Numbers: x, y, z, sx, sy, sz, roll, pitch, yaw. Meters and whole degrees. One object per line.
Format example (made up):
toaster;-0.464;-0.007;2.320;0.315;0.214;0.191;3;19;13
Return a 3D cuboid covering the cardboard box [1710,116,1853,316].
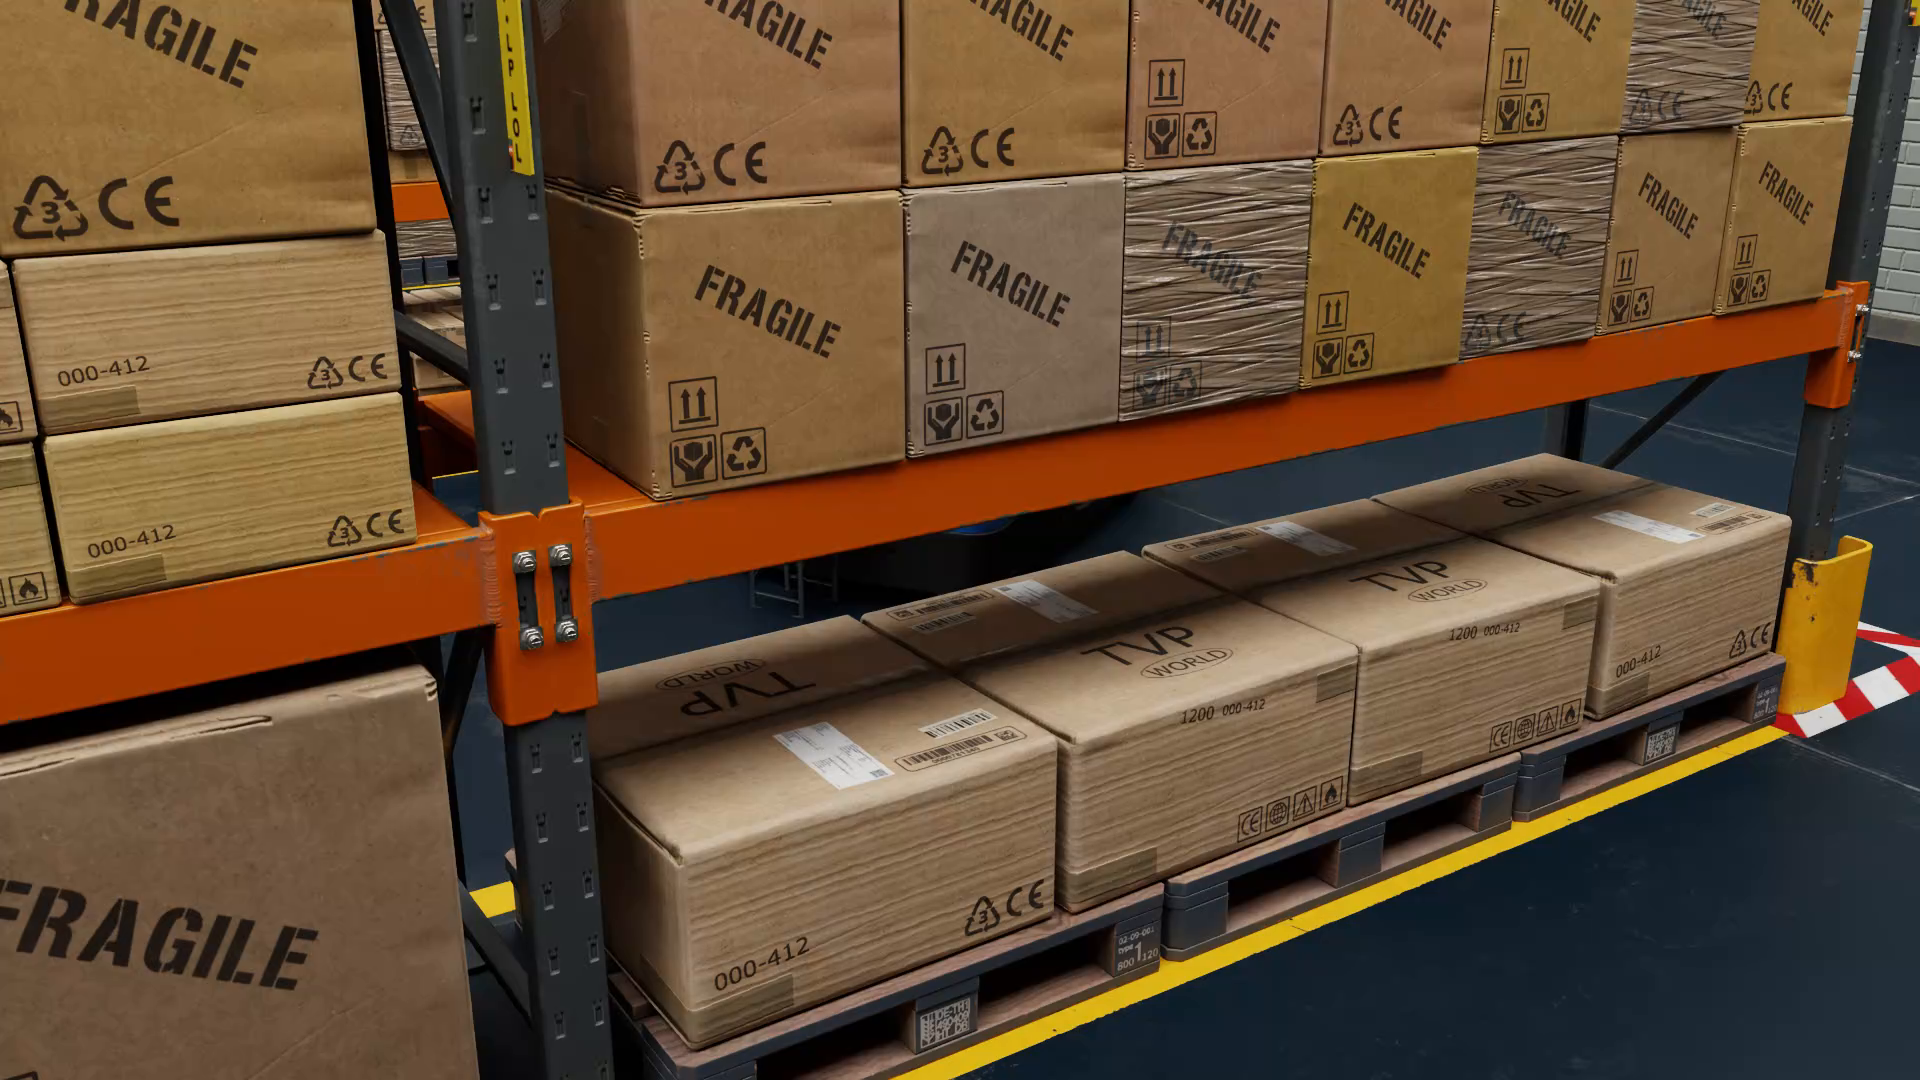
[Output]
cardboard box;2.105;-0.946;4.702;0.500;0.500;0.500;-12;22;-31

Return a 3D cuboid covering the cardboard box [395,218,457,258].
cardboard box;-4.339;-2.603;12.422;0.875;0.875;0.875;-12;22;-31

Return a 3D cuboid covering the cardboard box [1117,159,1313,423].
cardboard box;0.399;-0.583;3.629;0.500;0.500;0.500;-12;22;-31

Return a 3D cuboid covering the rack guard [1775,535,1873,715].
rack guard;2.382;0.126;5.592;0.348;0.500;1.175;-12;22;-31

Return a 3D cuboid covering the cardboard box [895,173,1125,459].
cardboard box;-0.020;-0.497;3.375;0.500;0.500;0.500;-12;22;-31

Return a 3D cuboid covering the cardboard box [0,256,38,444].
cardboard box;-1.626;-0.282;2.350;0.500;0.250;0.500;-11;22;-30

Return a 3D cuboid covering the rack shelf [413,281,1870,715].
rack shelf;0.692;-0.361;4.252;4.000;0.370;1.077;-12;22;-31

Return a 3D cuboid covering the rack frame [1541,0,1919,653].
rack frame;2.362;-1.054;5.179;0.127;3.000;1.000;-12;22;-31

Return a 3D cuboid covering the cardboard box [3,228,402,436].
cardboard box;-1.213;-0.372;2.617;0.500;0.250;0.500;-12;22;-31

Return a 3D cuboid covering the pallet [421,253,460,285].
pallet;-3.713;-2.222;12.987;1.213;0.211;1.003;-12;22;-31

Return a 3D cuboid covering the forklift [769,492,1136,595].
forklift;0.226;-1.612;6.937;1.130;2.935;3.031;8;20;22

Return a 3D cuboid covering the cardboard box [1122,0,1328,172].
cardboard box;0.412;-1.064;3.491;0.500;0.500;0.500;-11;22;-30

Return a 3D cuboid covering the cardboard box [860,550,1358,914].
cardboard box;0.352;0.426;4.147;0.875;0.438;0.875;-13;22;-33

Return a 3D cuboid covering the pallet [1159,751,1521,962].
pallet;0.720;0.642;4.515;1.213;0.211;1.003;-12;22;-31

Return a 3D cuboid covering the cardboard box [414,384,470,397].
cardboard box;-2.513;-0.702;7.932;0.250;0.149;0.380;-13;23;-34

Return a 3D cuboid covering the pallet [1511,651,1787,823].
pallet;1.738;0.429;5.147;1.213;0.211;1.003;-12;22;-31

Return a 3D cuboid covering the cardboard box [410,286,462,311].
cardboard box;-2.582;-1.168;8.381;0.250;0.149;0.380;-13;23;-33

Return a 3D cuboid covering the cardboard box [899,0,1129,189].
cardboard box;-0.022;-0.977;3.233;0.500;0.500;0.500;-12;22;-32

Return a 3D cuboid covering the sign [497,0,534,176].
sign;-0.672;-0.717;2.498;0.005;0.325;0.100;-12;22;-31

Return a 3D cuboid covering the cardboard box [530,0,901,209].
cardboard box;-0.448;-0.890;2.975;0.500;0.500;0.500;-12;22;-31

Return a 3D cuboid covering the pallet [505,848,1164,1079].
pallet;-0.300;0.859;3.876;1.213;0.211;1.003;-12;22;-31

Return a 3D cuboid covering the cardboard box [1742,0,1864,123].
cardboard box;2.091;-1.426;4.563;0.500;0.500;0.500;-11;22;-30

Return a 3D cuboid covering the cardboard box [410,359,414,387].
cardboard box;-2.734;-0.791;7.732;0.250;0.149;0.380;-13;23;-34

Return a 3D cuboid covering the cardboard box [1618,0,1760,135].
cardboard box;1.670;-1.326;4.267;0.500;0.500;0.500;-12;22;-31

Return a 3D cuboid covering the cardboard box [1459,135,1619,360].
cardboard box;1.253;-0.768;4.177;0.500;0.500;0.500;-11;22;-30

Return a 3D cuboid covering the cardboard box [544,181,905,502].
cardboard box;-0.442;-0.409;3.116;0.500;0.500;0.500;-11;22;-30

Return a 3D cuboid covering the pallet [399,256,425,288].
pallet;-4.731;-2.008;12.356;1.213;0.211;1.003;-12;22;-31

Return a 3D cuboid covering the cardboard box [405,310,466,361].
cardboard box;-2.474;-0.957;7.757;0.250;0.149;0.380;-11;22;-30

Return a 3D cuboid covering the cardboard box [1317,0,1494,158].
cardboard box;0.834;-1.152;3.752;0.500;0.500;0.500;-12;22;-32

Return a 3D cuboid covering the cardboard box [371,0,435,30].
cardboard box;-2.412;-2.508;7.297;0.500;0.500;0.500;-11;22;-31

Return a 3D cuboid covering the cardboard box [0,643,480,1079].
cardboard box;-1.452;0.589;2.981;0.875;0.875;0.875;-11;22;-30

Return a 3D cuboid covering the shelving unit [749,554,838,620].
shelving unit;-0.599;-0.192;5.905;0.258;0.900;0.210;11;21;30

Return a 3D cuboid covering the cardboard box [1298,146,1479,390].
cardboard box;0.829;-0.674;3.897;0.500;0.500;0.500;-11;22;-30

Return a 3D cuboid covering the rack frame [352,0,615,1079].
rack frame;-0.978;-0.349;3.095;0.127;3.000;1.000;-12;22;-31

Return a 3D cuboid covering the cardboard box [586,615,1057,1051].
cardboard box;-0.395;0.584;3.680;0.875;0.438;0.875;-12;22;-32

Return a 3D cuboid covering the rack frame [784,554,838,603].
rack frame;-0.546;-0.219;5.987;0.240;0.900;0.006;11;21;30

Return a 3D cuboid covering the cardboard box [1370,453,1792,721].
cardboard box;1.866;0.104;5.099;0.875;0.438;0.875;-13;23;-33

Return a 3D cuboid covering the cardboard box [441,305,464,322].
cardboard box;-2.292;-1.027;7.965;0.250;0.149;0.380;-13;23;-34

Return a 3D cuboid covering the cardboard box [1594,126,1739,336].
cardboard box;1.678;-0.861;4.452;0.500;0.500;0.500;-12;22;-33

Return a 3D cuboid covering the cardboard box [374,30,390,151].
cardboard box;-2.824;-1.953;7.217;0.500;0.500;0.500;-12;22;-31

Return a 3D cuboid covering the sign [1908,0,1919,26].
sign;2.649;-1.567;4.519;0.005;0.325;0.100;-12;22;-31

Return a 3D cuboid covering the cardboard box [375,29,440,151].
cardboard box;-2.383;-2.032;7.451;0.500;0.500;0.500;-12;22;-33

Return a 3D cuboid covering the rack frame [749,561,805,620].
rack frame;-0.653;-0.165;5.823;0.240;0.900;0.006;11;21;30

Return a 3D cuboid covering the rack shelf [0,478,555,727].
rack shelf;-2.649;0.344;2.168;4.000;0.370;1.077;-12;22;-31

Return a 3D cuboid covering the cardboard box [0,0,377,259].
cardboard box;-1.213;-0.725;2.487;0.500;0.500;0.500;-11;22;-30

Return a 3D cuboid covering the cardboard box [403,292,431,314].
cardboard box;-2.801;-1.117;8.231;0.250;0.149;0.380;-13;23;-34

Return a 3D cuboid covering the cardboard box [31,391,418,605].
cardboard box;-1.214;-0.132;2.686;0.500;0.250;0.500;-13;22;-33

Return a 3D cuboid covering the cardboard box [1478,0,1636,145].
cardboard box;1.255;-1.240;4.012;0.500;0.500;0.500;-12;22;-32

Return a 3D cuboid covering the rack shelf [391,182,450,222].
rack shelf;-2.115;-1.667;8.116;4.000;0.370;1.077;-12;22;-31

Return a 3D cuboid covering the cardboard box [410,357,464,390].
cardboard box;-2.491;-0.833;7.857;0.250;0.149;0.380;-11;21;-29

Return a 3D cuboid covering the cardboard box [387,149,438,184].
cardboard box;-2.523;-1.699;7.478;0.250;0.149;0.380;-11;22;-30

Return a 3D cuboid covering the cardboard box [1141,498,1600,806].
cardboard box;1.106;0.267;4.615;0.875;0.438;0.875;-11;22;-30

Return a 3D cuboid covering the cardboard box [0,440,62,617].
cardboard box;-1.640;-0.042;2.421;0.500;0.250;0.500;-12;22;-32
